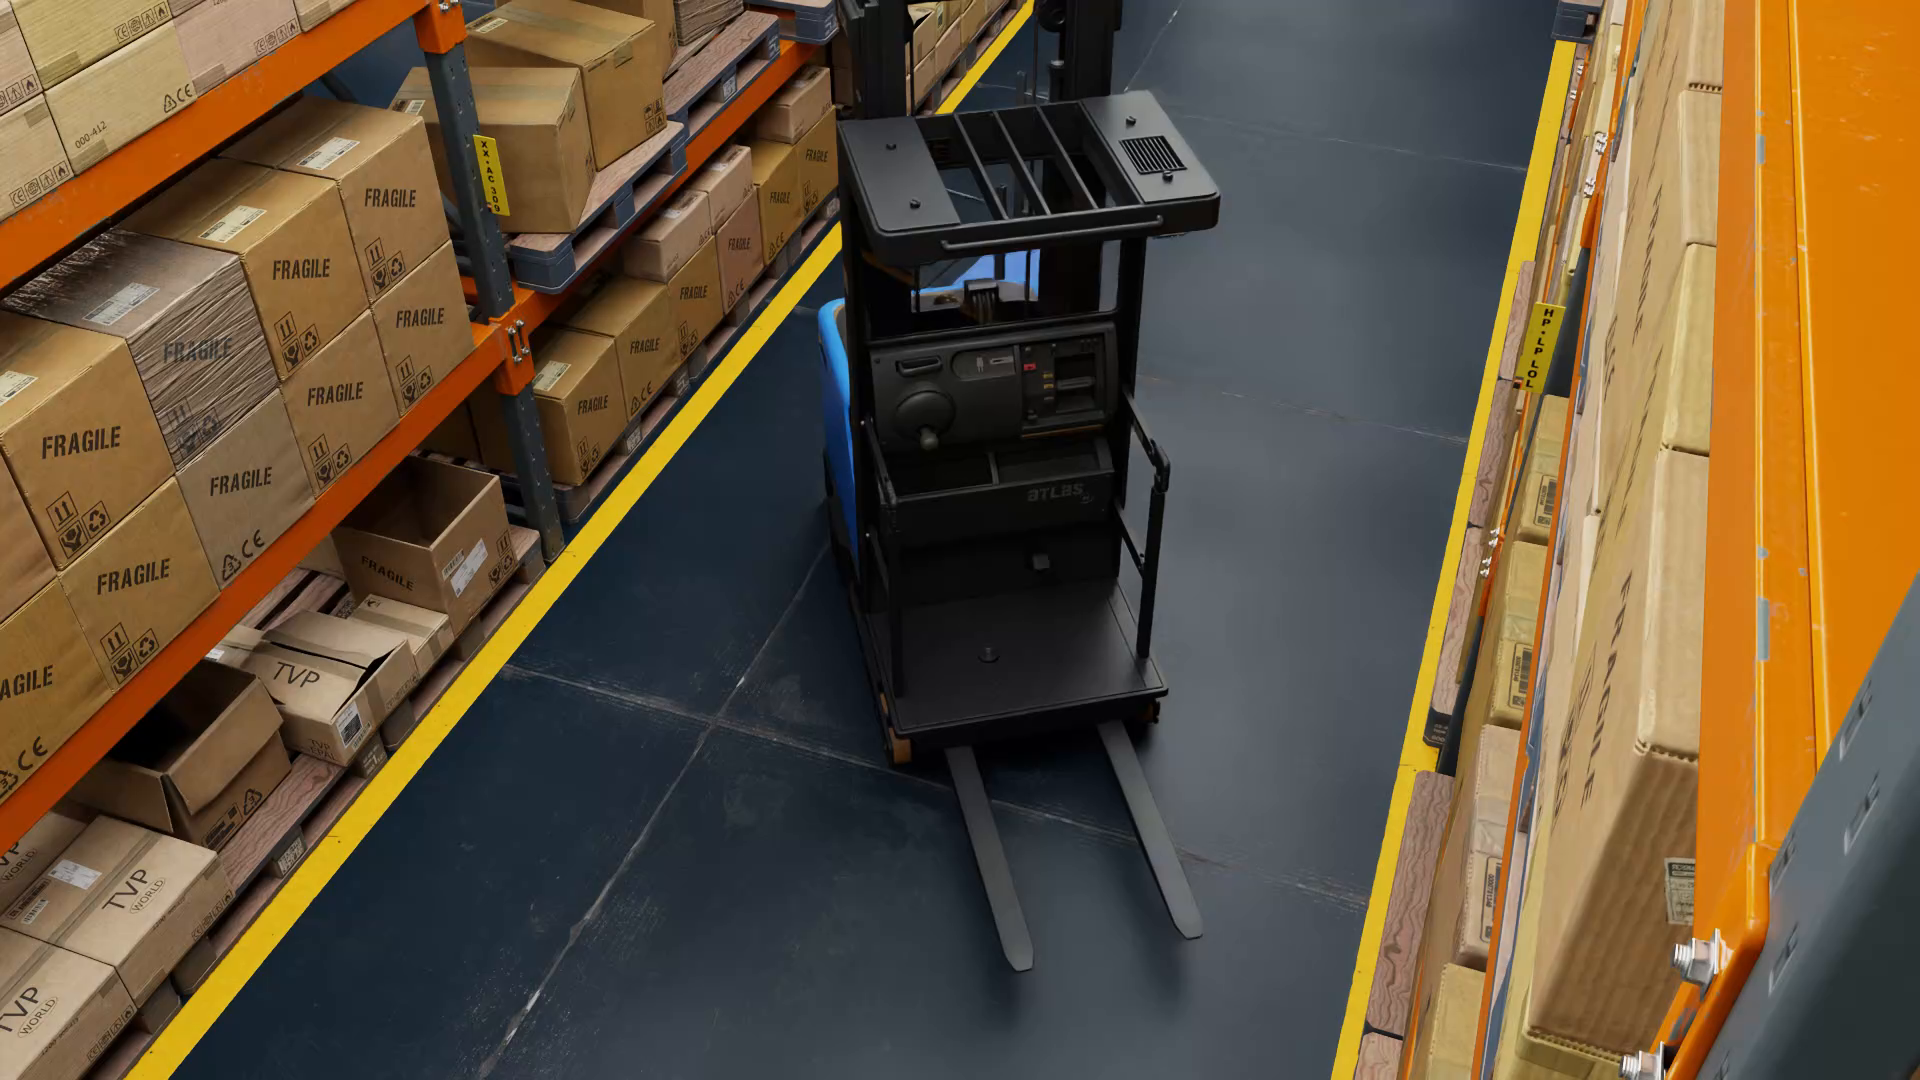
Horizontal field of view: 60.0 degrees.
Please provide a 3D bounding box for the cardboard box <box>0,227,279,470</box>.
[{"bbox_3d":[-2.580,-0.610,5.260,0.500,0.500,0.500,14,42,15],"label":"cardboard box"}]

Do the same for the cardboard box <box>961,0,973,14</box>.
[{"bbox_3d":[-0.134,-3.832,11.247,0.500,0.311,0.500,12,42,14],"label":"cardboard box"}]

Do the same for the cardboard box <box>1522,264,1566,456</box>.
[{"bbox_3d":[2.272,-0.577,5.747,0.500,0.500,0.500,13,42,14],"label":"cardboard box"}]

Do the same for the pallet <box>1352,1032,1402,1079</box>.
[{"bbox_3d":[1.602,2.173,4.994,1.003,0.211,1.213,13,42,15],"label":"pallet"}]

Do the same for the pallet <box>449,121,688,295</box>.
[{"bbox_3d":[-1.930,-1.568,7.378,1.003,0.211,1.213,13,42,15],"label":"pallet"}]

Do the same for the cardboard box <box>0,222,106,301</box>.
[{"bbox_3d":[-3.083,-0.743,5.416,0.500,0.500,0.500,12,42,14],"label":"cardboard box"}]

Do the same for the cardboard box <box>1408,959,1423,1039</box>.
[{"bbox_3d":[1.532,1.384,4.873,0.380,0.149,0.250,12,42,14],"label":"cardboard box"}]

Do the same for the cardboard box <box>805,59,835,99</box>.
[{"bbox_3d":[-0.987,-3.106,10.828,0.500,0.250,0.500,14,42,16],"label":"cardboard box"}]

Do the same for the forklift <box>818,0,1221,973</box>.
[{"bbox_3d":[0.184,-0.486,6.014,1.130,2.935,3.031,-8,41,-10],"label":"forklift"}]

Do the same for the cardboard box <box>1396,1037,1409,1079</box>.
[{"bbox_3d":[1.646,1.762,4.930,0.700,0.500,0.500,14,42,16],"label":"cardboard box"}]

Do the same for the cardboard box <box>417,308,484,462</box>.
[{"bbox_3d":[-2.406,-0.759,7.869,0.500,0.500,0.500,13,42,15],"label":"cardboard box"}]

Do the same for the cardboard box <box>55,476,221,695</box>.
[{"bbox_3d":[-2.755,0.086,5.215,0.500,0.500,0.500,14,42,16],"label":"cardboard box"}]

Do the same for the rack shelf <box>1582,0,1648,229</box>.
[{"bbox_3d":[3.035,-2.168,6.177,1.077,0.370,4.000,13,42,15],"label":"rack shelf"}]

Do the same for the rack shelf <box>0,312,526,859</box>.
[{"bbox_3d":[-2.989,0.316,5.577,1.077,0.370,4.000,13,42,15],"label":"rack shelf"}]

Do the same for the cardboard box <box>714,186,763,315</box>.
[{"bbox_3d":[-1.388,-1.574,8.825,0.500,0.500,0.500,12,42,13],"label":"cardboard box"}]

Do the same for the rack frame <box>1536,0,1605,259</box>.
[{"bbox_3d":[3.719,-2.520,8.347,1.000,3.000,0.127,13,42,15],"label":"rack frame"}]

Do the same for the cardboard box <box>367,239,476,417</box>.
[{"bbox_3d":[-2.235,-0.854,6.317,0.500,0.500,0.500,14,42,16],"label":"cardboard box"}]

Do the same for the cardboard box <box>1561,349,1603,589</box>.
[{"bbox_3d":[1.334,-0.065,2.872,0.500,0.250,0.500,12,42,14],"label":"cardboard box"}]

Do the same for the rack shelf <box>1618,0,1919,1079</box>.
[{"bbox_3d":[1.667,-0.717,2.474,1.077,0.370,4.000,13,42,15],"label":"rack shelf"}]

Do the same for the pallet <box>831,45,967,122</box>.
[{"bbox_3d":[-0.619,-3.050,11.116,1.003,0.211,1.213,13,42,15],"label":"pallet"}]

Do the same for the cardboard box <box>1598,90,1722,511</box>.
[{"bbox_3d":[1.329,-0.338,2.615,0.500,0.500,0.500,12,42,13],"label":"cardboard box"}]

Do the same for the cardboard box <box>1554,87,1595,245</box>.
[{"bbox_3d":[2.783,-1.501,6.830,0.500,0.500,0.500,14,43,16],"label":"cardboard box"}]

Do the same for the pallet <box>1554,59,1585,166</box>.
[{"bbox_3d":[4.406,-2.677,10.679,1.003,0.211,1.213,13,42,15],"label":"pallet"}]

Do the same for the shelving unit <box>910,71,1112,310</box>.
[{"bbox_3d":[0.237,-1.326,8.102,0.538,1.500,1.048,21,45,23],"label":"shelving unit"}]

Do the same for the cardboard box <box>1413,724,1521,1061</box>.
[{"bbox_3d":[1.656,1.022,3.963,0.980,0.700,0.700,11,42,13],"label":"cardboard box"}]

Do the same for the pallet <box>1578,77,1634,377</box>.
[{"bbox_3d":[2.061,-0.691,3.960,1.003,0.211,1.213,13,42,15],"label":"pallet"}]

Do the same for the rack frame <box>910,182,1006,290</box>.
[{"bbox_3d":[-0.022,-1.042,7.769,0.500,1.500,0.032,21,45,23],"label":"rack frame"}]

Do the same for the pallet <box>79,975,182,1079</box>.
[{"bbox_3d":[-3.376,1.790,5.443,1.003,0.211,1.213,13,42,15],"label":"pallet"}]

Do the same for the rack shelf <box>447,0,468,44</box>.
[{"bbox_3d":[-1.622,-3.265,7.463,1.077,0.370,4.000,13,42,15],"label":"rack shelf"}]

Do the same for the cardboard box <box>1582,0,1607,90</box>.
[{"bbox_3d":[3.312,-2.440,7.931,0.500,0.500,0.500,14,43,16],"label":"cardboard box"}]

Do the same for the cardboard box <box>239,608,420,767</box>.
[{"bbox_3d":[-2.490,0.546,6.486,0.500,0.311,0.500,13,42,15],"label":"cardboard box"}]

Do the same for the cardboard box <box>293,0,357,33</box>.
[{"bbox_3d":[-2.222,-1.906,5.431,0.500,0.250,0.500,13,42,15],"label":"cardboard box"}]

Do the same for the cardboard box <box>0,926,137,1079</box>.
[{"bbox_3d":[-3.050,1.567,5.336,0.500,0.250,0.500,13,42,15],"label":"cardboard box"}]

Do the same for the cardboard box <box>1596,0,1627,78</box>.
[{"bbox_3d":[2.971,-2.111,6.967,0.500,0.250,0.500,14,42,15],"label":"cardboard box"}]

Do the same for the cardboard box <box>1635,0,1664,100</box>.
[{"bbox_3d":[1.844,-1.275,3.713,0.500,0.500,0.500,13,42,15],"label":"cardboard box"}]

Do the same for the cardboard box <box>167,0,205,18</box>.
[{"bbox_3d":[-2.391,-1.791,4.911,0.500,0.250,0.500,13,42,15],"label":"cardboard box"}]

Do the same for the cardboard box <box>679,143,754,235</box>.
[{"bbox_3d":[-1.398,-1.837,8.554,0.500,0.250,0.500,13,42,14],"label":"cardboard box"}]

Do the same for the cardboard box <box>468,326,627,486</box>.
[{"bbox_3d":[-1.911,-0.635,7.724,0.500,0.500,0.500,11,42,13],"label":"cardboard box"}]

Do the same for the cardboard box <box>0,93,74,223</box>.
[{"bbox_3d":[-2.741,-0.993,4.361,0.500,0.250,0.500,13,42,15],"label":"cardboard box"}]

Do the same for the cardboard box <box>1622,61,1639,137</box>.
[{"bbox_3d":[1.867,-1.000,3.968,0.500,0.250,0.500,13,42,15],"label":"cardboard box"}]

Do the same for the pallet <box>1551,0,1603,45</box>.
[{"bbox_3d":[3.862,-2.906,8.946,1.213,0.211,1.003,13,42,15],"label":"pallet"}]

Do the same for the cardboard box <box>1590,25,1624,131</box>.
[{"bbox_3d":[2.802,-1.798,6.601,0.500,0.250,0.500,12,42,14],"label":"cardboard box"}]

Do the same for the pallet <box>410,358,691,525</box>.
[{"bbox_3d":[-2.063,-0.622,8.270,1.003,0.211,1.213,13,42,15],"label":"pallet"}]

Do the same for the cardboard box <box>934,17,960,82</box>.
[{"bbox_3d":[-0.311,-3.292,11.046,0.500,0.250,0.500,12,42,14],"label":"cardboard box"}]

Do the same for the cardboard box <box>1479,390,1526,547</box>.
[{"bbox_3d":[2.752,-0.391,7.183,0.750,0.750,0.750,15,43,16],"label":"cardboard box"}]

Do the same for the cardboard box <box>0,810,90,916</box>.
[{"bbox_3d":[-3.366,1.181,5.787,0.500,0.250,0.500,13,42,15],"label":"cardboard box"}]

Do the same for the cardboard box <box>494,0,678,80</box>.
[{"bbox_3d":[-1.759,-2.467,7.883,0.700,0.500,0.500,3,41,4],"label":"cardboard box"}]
